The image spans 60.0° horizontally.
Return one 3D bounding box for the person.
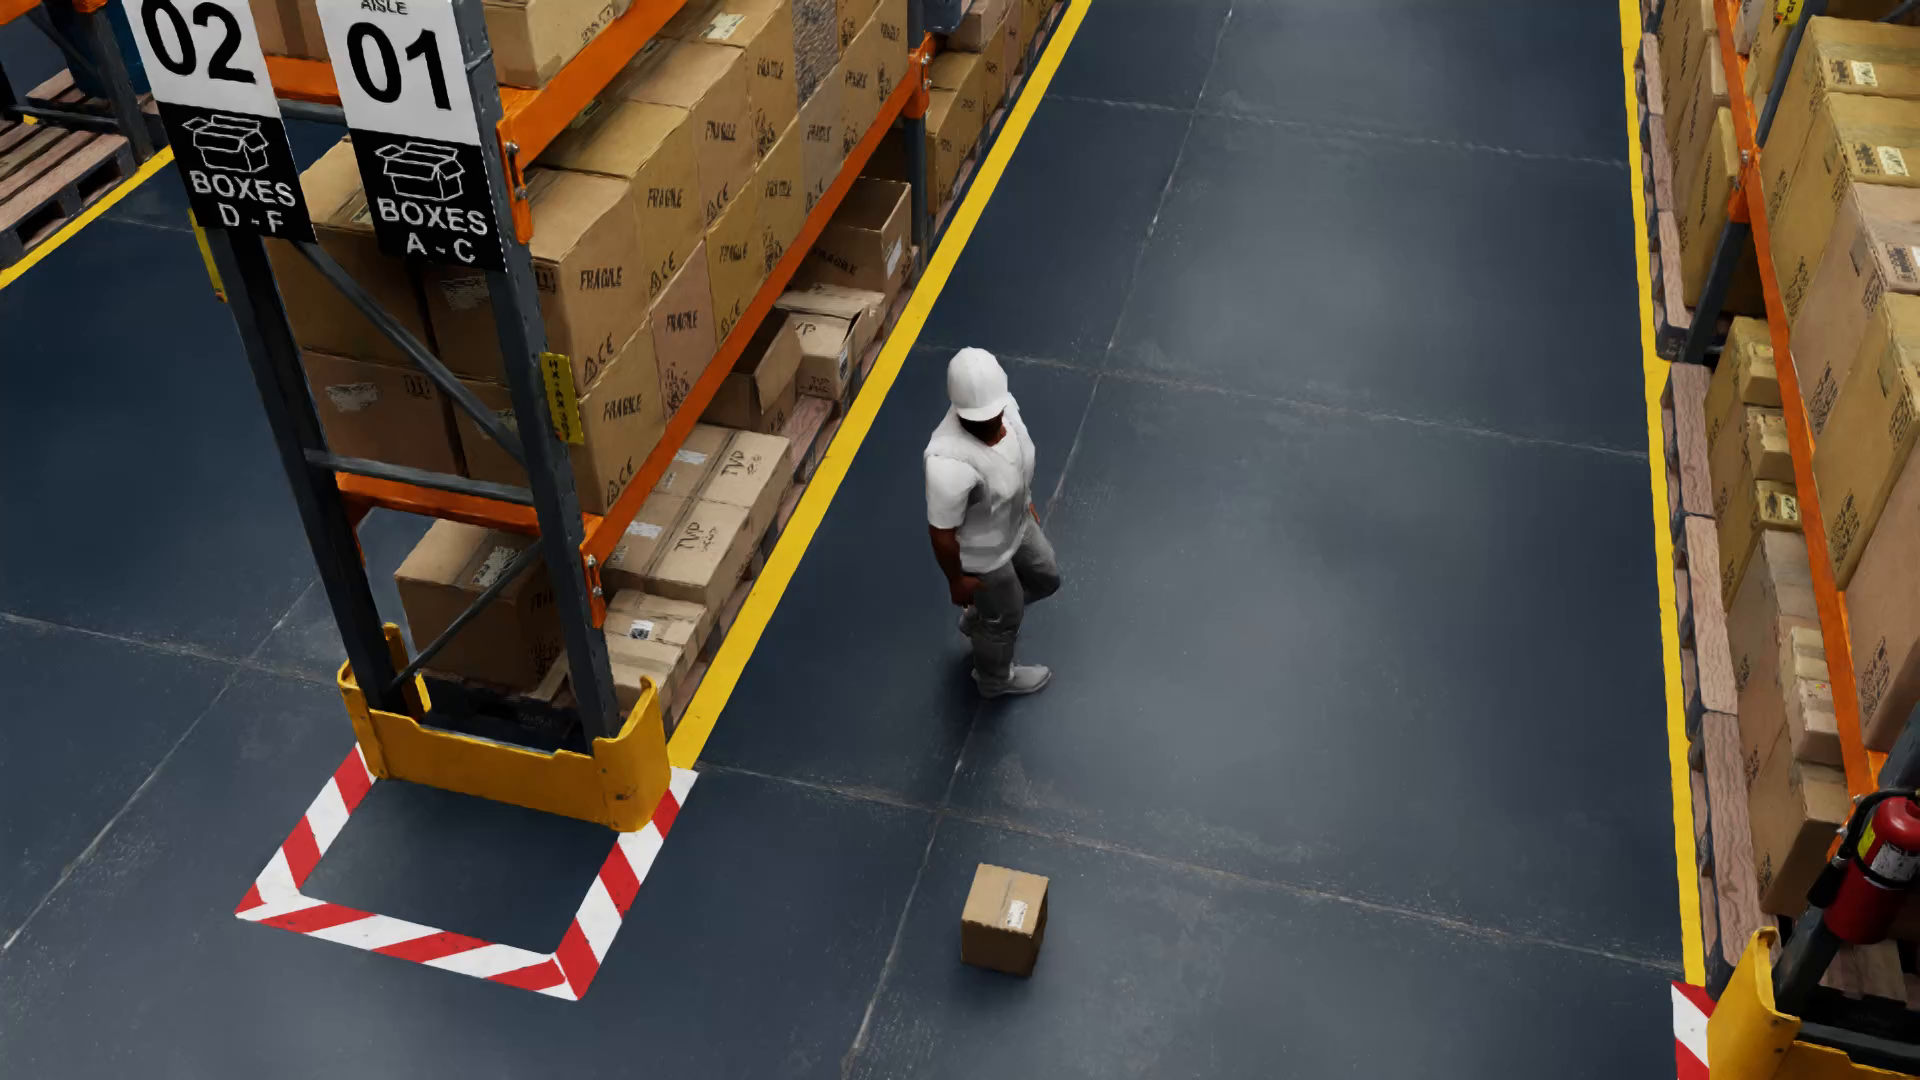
[{"bbox_3d":[0.141,-0.026,6.180,0.434,1.753,0.700,11,42,13],"label":"person"}]
